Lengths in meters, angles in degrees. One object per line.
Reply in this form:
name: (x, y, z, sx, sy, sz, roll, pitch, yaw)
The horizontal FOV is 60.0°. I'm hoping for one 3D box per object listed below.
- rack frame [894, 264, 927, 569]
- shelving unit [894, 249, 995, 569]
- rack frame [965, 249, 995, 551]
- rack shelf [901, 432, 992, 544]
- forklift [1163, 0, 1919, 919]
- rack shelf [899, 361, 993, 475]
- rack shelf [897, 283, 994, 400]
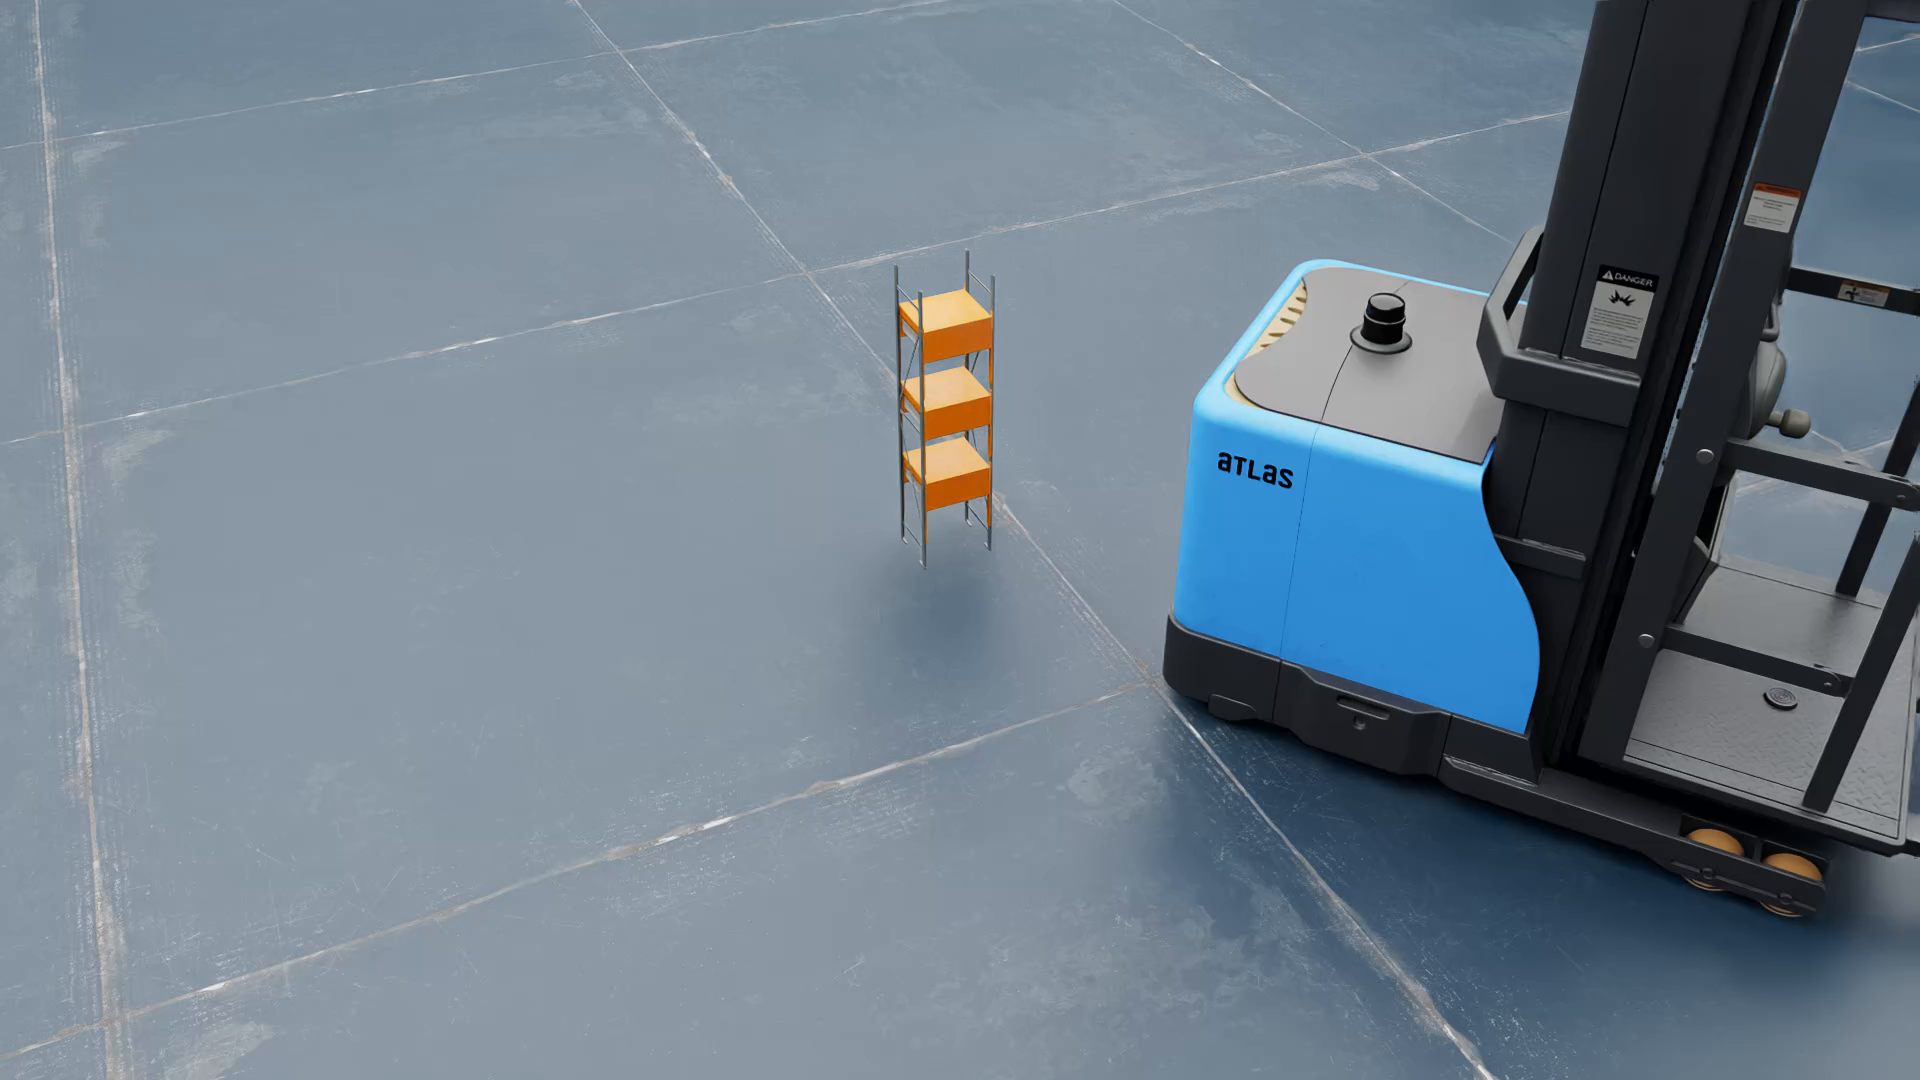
rack frame: (-0.159, -0.377, 5.377, 0.008, 1.050, 0.200, -16, 39, -20)
shelving unit: (-0.048, -0.408, 5.419, 0.252, 1.050, 0.215, -16, 39, -20)
rack frame: (0.062, -0.439, 5.461, 0.008, 1.050, 0.200, -16, 39, -20)
rack shelf: (-0.048, -0.176, 5.591, 0.240, 0.259, 0.215, -16, 39, -20)
forklift: (2.168, -0.545, 4.024, 3.031, 2.935, 1.130, 17, 40, 22)
rack shelf: (-0.048, -0.400, 5.425, 0.240, 0.259, 0.215, -16, 39, -20)
rack shelf: (-0.048, -0.628, 5.256, 0.240, 0.259, 0.215, -16, 39, -20)
